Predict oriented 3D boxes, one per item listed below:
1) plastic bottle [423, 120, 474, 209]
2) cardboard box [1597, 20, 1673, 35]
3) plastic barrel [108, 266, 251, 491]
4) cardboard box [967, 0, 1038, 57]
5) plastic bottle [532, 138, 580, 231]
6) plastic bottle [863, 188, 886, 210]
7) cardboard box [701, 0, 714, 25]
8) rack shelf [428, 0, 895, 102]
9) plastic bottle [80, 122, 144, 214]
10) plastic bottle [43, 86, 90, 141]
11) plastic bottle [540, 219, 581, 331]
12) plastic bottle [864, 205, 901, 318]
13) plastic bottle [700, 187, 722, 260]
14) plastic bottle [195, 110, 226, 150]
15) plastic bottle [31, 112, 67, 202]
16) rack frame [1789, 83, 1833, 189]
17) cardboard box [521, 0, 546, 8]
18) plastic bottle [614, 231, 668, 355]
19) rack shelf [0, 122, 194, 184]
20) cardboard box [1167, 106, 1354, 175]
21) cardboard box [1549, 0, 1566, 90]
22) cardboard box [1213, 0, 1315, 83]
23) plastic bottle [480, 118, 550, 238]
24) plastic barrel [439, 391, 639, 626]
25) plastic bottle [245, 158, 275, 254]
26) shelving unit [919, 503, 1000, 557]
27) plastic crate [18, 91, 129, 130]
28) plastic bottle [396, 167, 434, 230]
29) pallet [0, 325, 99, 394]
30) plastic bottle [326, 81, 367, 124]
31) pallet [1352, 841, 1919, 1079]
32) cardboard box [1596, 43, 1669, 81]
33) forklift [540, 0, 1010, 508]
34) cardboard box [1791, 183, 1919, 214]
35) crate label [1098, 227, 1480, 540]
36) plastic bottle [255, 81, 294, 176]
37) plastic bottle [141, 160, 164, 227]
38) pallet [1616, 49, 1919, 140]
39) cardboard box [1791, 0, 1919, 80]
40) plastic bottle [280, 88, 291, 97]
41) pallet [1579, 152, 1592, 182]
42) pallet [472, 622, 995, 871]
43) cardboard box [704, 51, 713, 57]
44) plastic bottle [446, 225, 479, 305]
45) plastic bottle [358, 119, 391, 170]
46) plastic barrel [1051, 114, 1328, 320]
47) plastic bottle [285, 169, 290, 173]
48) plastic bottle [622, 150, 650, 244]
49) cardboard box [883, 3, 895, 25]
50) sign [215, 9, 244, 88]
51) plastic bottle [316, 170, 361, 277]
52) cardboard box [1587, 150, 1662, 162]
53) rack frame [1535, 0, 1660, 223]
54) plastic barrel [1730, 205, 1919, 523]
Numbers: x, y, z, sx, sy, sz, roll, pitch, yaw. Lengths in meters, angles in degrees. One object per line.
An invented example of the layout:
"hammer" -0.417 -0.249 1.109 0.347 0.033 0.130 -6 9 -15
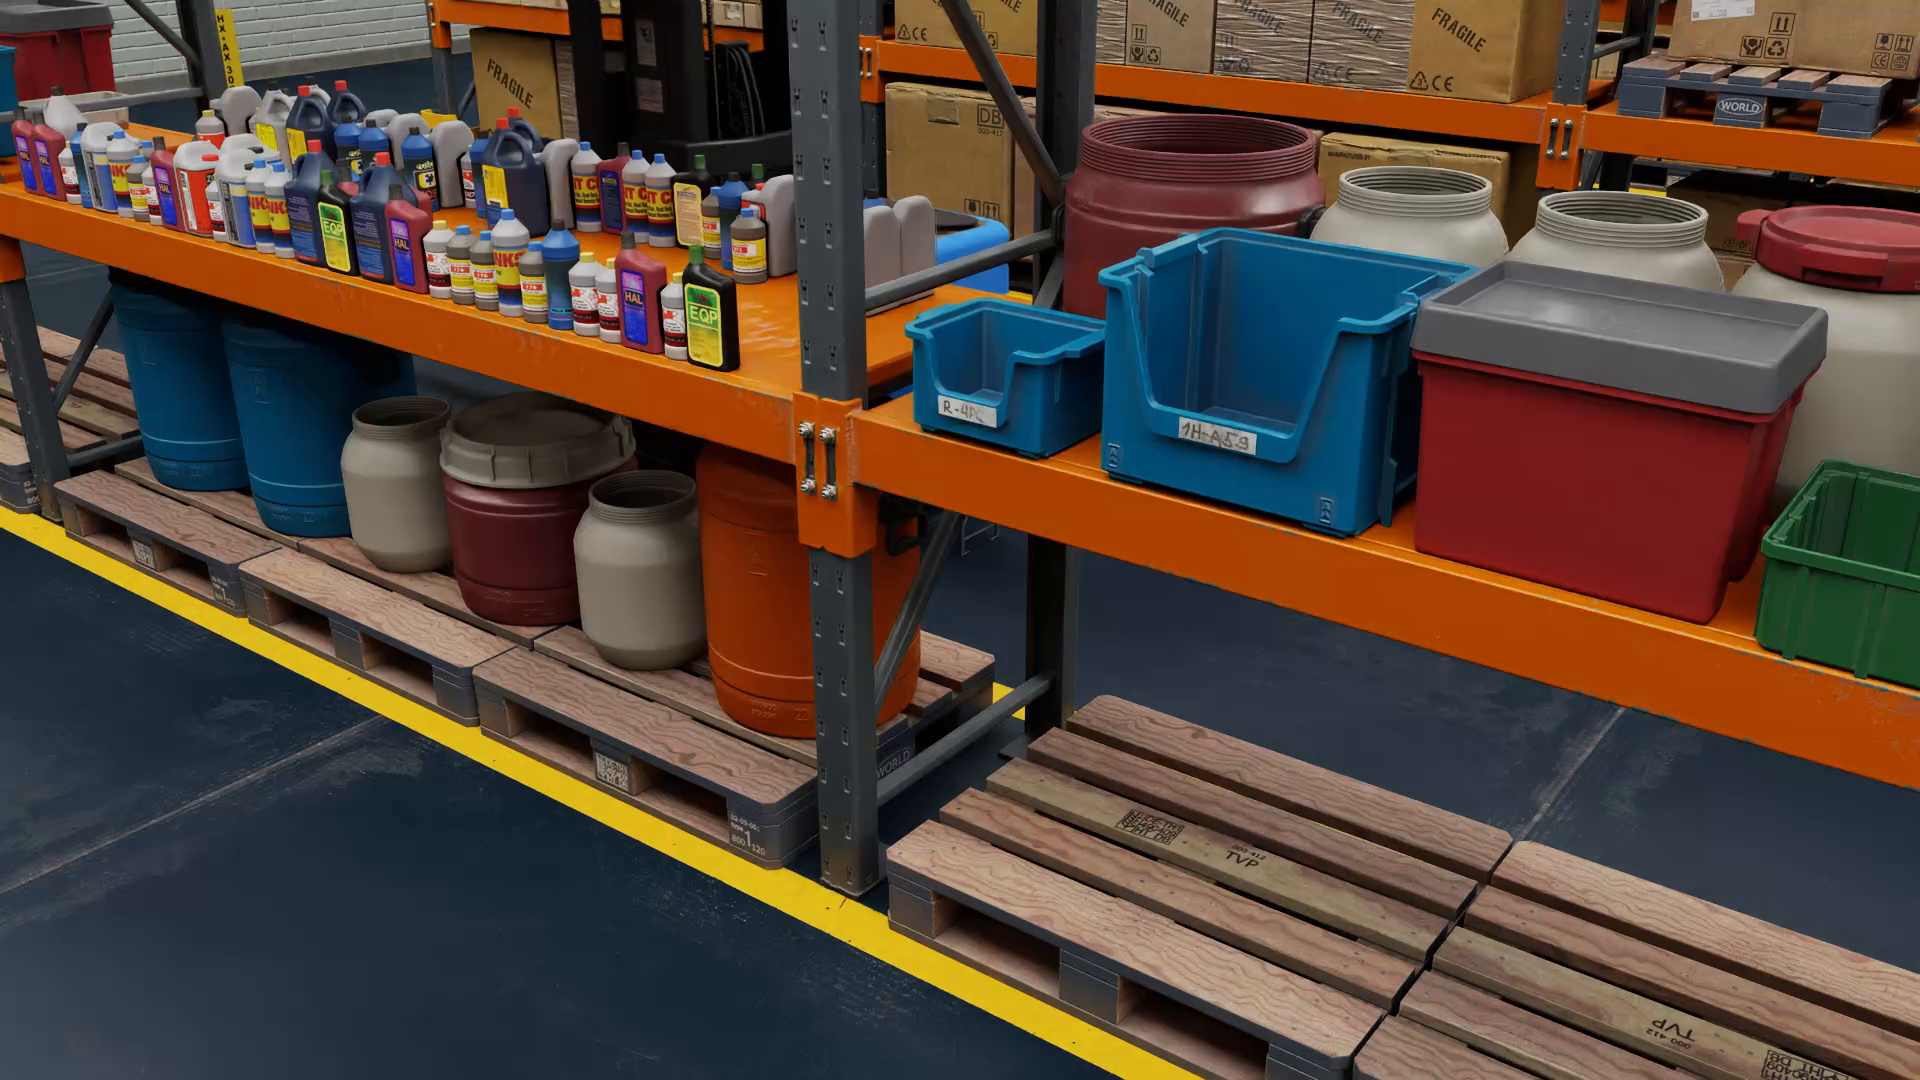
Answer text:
"plastic bottle" -1.710 -1.260 5.543 0.135 0.276 0.152 17 29 33
"cardboard box" 6.977 -5.282 16.632 0.875 0.875 0.875 18 29 35
"plastic barrel" -2.783 -0.702 6.204 0.708 0.901 0.600 17 29 33
"cardboard box" 0.383 -2.937 9.072 0.500 0.500 0.500 17 29 33
"plastic bottle" -1.270 -1.127 5.241 0.135 0.276 0.152 17 29 33
"plastic bottle" -0.236 -0.826 4.565 0.097 0.271 0.097 0 24 0
"cardboard box" -1.502 -3.307 10.346 0.250 0.149 0.380 17 29 34
"rack shelf" -1.838 -3.359 11.046 4.000 0.370 1.077 17 29 33
"plastic bottle" -2.774 -1.227 5.468 0.135 0.276 0.152 17 29 33
"plastic bottle" -3.089 -1.385 5.734 0.185 0.351 0.144 17 29 33
"plastic bottle" -1.009 -0.677 4.227 0.097 0.271 0.097 0 24 0
"plastic bottle" -0.251 -0.743 4.369 0.135 0.276 0.152 17 29 33
"plastic bottle" -0.713 -0.938 4.906 0.097 0.201 0.097 0 24 0
"plastic bottle" -2.759 -1.480 6.135 0.097 0.201 0.097 0 24 0
"plastic bottle" -3.064 -1.295 5.613 0.133 0.283 0.061 17 29 33
"rack frame" 6.018 -3.813 11.184 0.127 3.000 1.000 17 29 33
"cardboard box" -2.732 -3.679 11.190 0.250 0.149 0.380 16 29 33
"plastic bottle" -0.772 -0.602 4.041 0.133 0.283 0.061 17 29 33
"rack shelf" -4.809 -1.761 7.419 4.000 0.370 1.077 17 29 33
"cardboard box" 1.714 -1.849 8.841 0.875 0.875 1.225 17 29 33
"cardboard box" 2.737 -2.489 8.054 0.500 0.500 0.500 18 29 35
"cardboard box" 1.606 -2.570 8.238 0.500 0.500 0.500 16 28 32
"plastic bottle" -1.379 -1.119 5.132 0.185 0.351 0.144 17 29 33
"plastic barrel" -1.313 -0.114 5.258 0.708 0.588 0.600 17 29 33
"plastic bottle" -2.064 -0.996 4.950 0.097 0.271 0.097 0 24 0
"shelving unit" -0.006 -0.414 6.073 0.210 0.900 0.258 17 29 33
"plastic crate" -3.495 -1.672 6.578 0.243 0.136 0.396 17 29 33
"plastic bottle" -1.563 -0.914 4.749 0.133 0.283 0.061 17 29 33
"pallet" -4.801 -0.791 7.783 1.213 0.211 1.003 17 29 33
"plastic bottle" -2.129 -1.423 5.820 0.185 0.351 0.144 17 29 33
"pallet" 1.561 1.132 3.420 1.213 0.211 1.003 17 29 33
"cardboard box" 4.903 -3.404 11.905 0.500 0.250 0.500 17 29 34
"forklift" -1.234 -1.821 6.748 3.031 2.935 1.130 20 30 37
"cardboard box" 3.947 -1.361 7.243 0.500 0.250 0.500 21 31 39
"crate label" 0.625 -0.328 3.231 0.616 0.435 0.502 17 29 33
"plastic bottle" -2.363 -1.421 5.816 0.185 0.351 0.144 17 29 33
"plastic bottle" -2.542 -1.109 5.292 0.097 0.201 0.097 0 24 0
"pallet" 3.597 -2.012 7.334 1.003 0.211 1.213 17 29 33
"cardboard box" 3.926 -2.255 7.003 0.700 0.500 0.500 -22 32 -40
"plastic bottle" -2.487 -1.521 6.127 0.133 0.283 0.061 17 29 33
"pallet" 4.422 -3.022 12.847 1.213 0.211 1.003 17 29 33
"pallet" -0.664 0.459 4.946 1.213 0.211 1.003 17 29 33
"cardboard box" -1.438 -2.828 11.062 0.875 0.875 0.875 17 29 33
"plastic bottle" -1.321 -0.740 4.455 0.097 0.201 0.097 0 24 0
"plastic bottle" -1.956 -1.269 5.570 0.097 0.271 0.097 0 24 0
"plastic barrel" 0.545 -0.687 3.921 0.708 0.536 0.600 17 29 33
"plastic bottle" -2.080 -1.046 5.150 0.097 0.201 0.097 0 24 0
"plastic bottle" -0.976 -1.050 5.072 0.097 0.271 0.097 0 24 0
"cardboard box" -0.275 -3.269 10.260 0.250 0.149 0.380 17 29 33
"sign" -2.877 -1.910 6.522 0.005 0.325 0.100 17 29 33
"plastic bottle" -1.757 -0.900 4.716 0.133 0.283 0.061 17 29 33
"cardboard box" 4.922 -3.063 12.061 0.500 0.500 0.500 18 30 35
"rack frame" 2.963 -2.237 7.608 0.127 3.000 1.000 17 29 33
"plastic barrel" 1.626 -0.319 3.084 0.433 0.535 0.433 0 24 0
